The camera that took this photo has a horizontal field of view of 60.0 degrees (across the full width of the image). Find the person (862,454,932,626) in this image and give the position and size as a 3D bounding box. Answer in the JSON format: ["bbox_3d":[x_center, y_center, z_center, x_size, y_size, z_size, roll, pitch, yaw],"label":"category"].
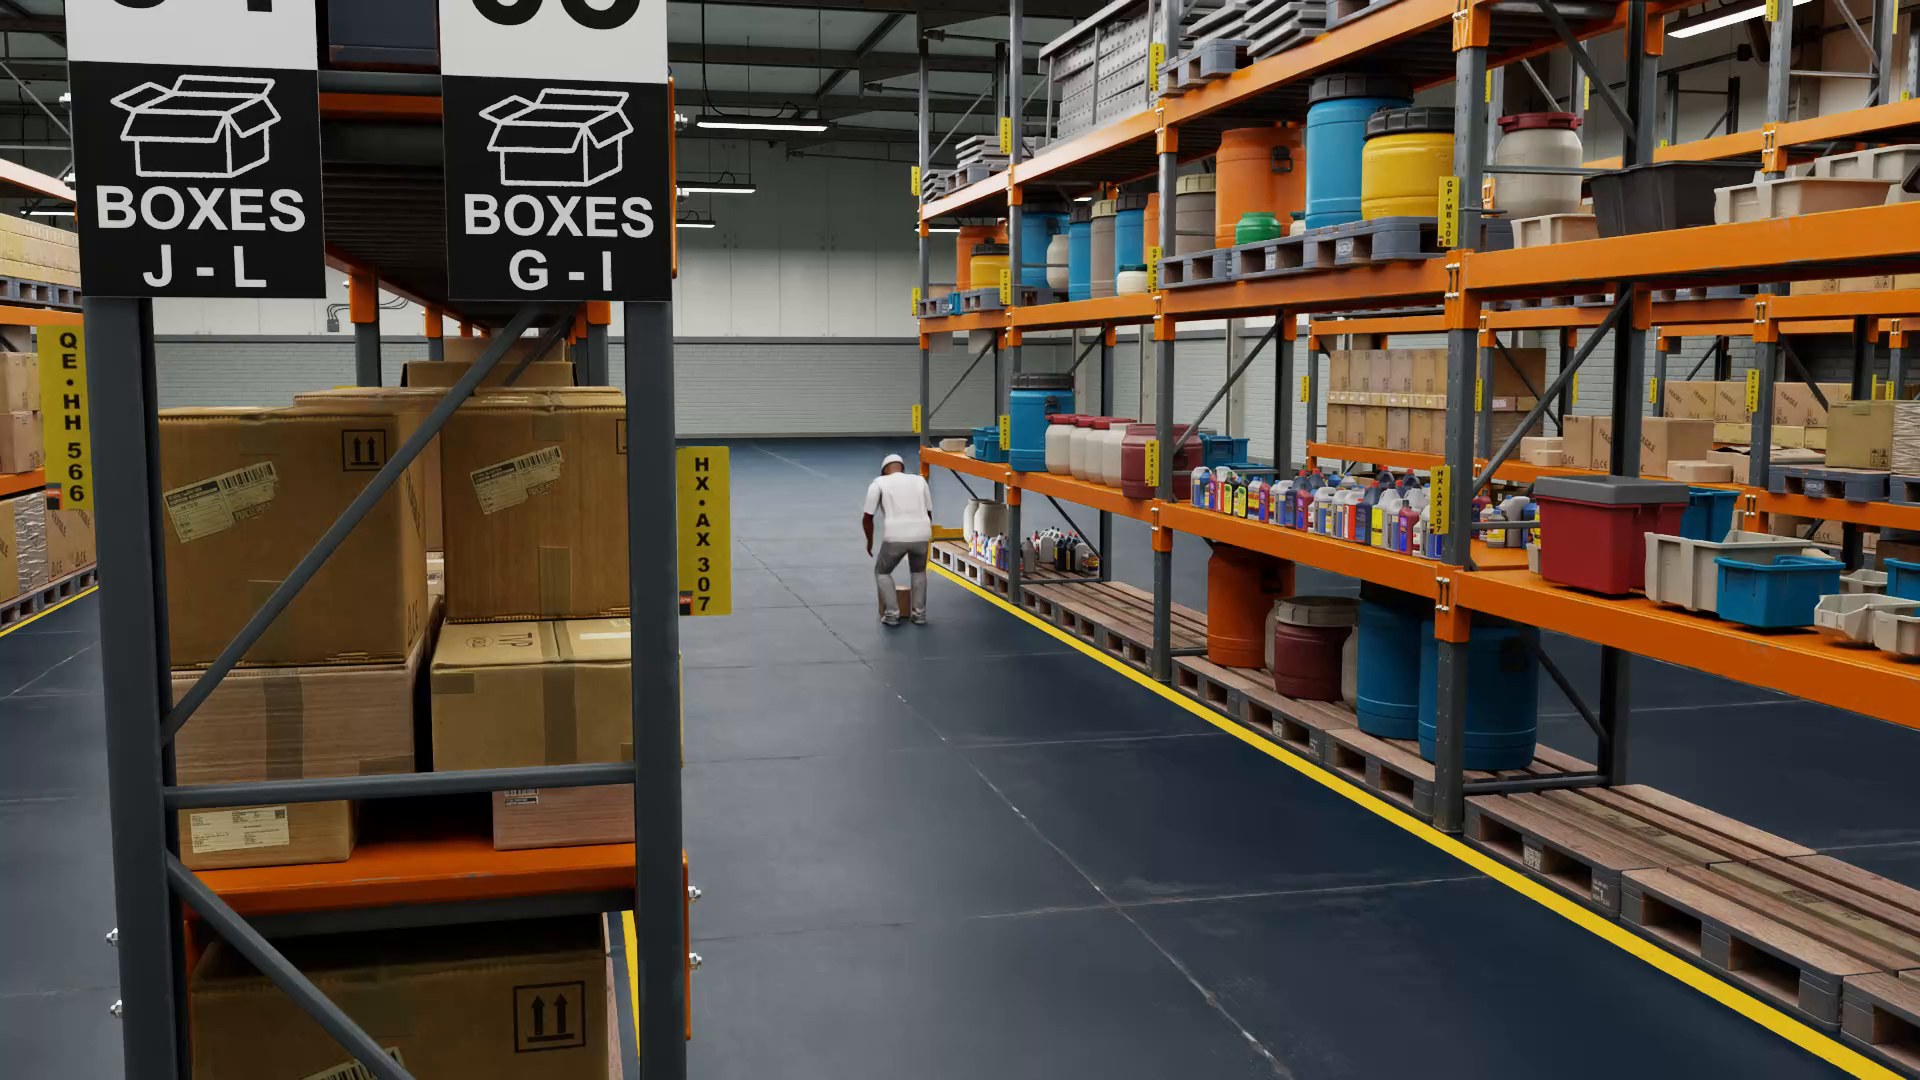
[{"bbox_3d":[-0.541,-0.007,14.719,0.628,1.490,0.708,-1,6,-13],"label":"person"}]
